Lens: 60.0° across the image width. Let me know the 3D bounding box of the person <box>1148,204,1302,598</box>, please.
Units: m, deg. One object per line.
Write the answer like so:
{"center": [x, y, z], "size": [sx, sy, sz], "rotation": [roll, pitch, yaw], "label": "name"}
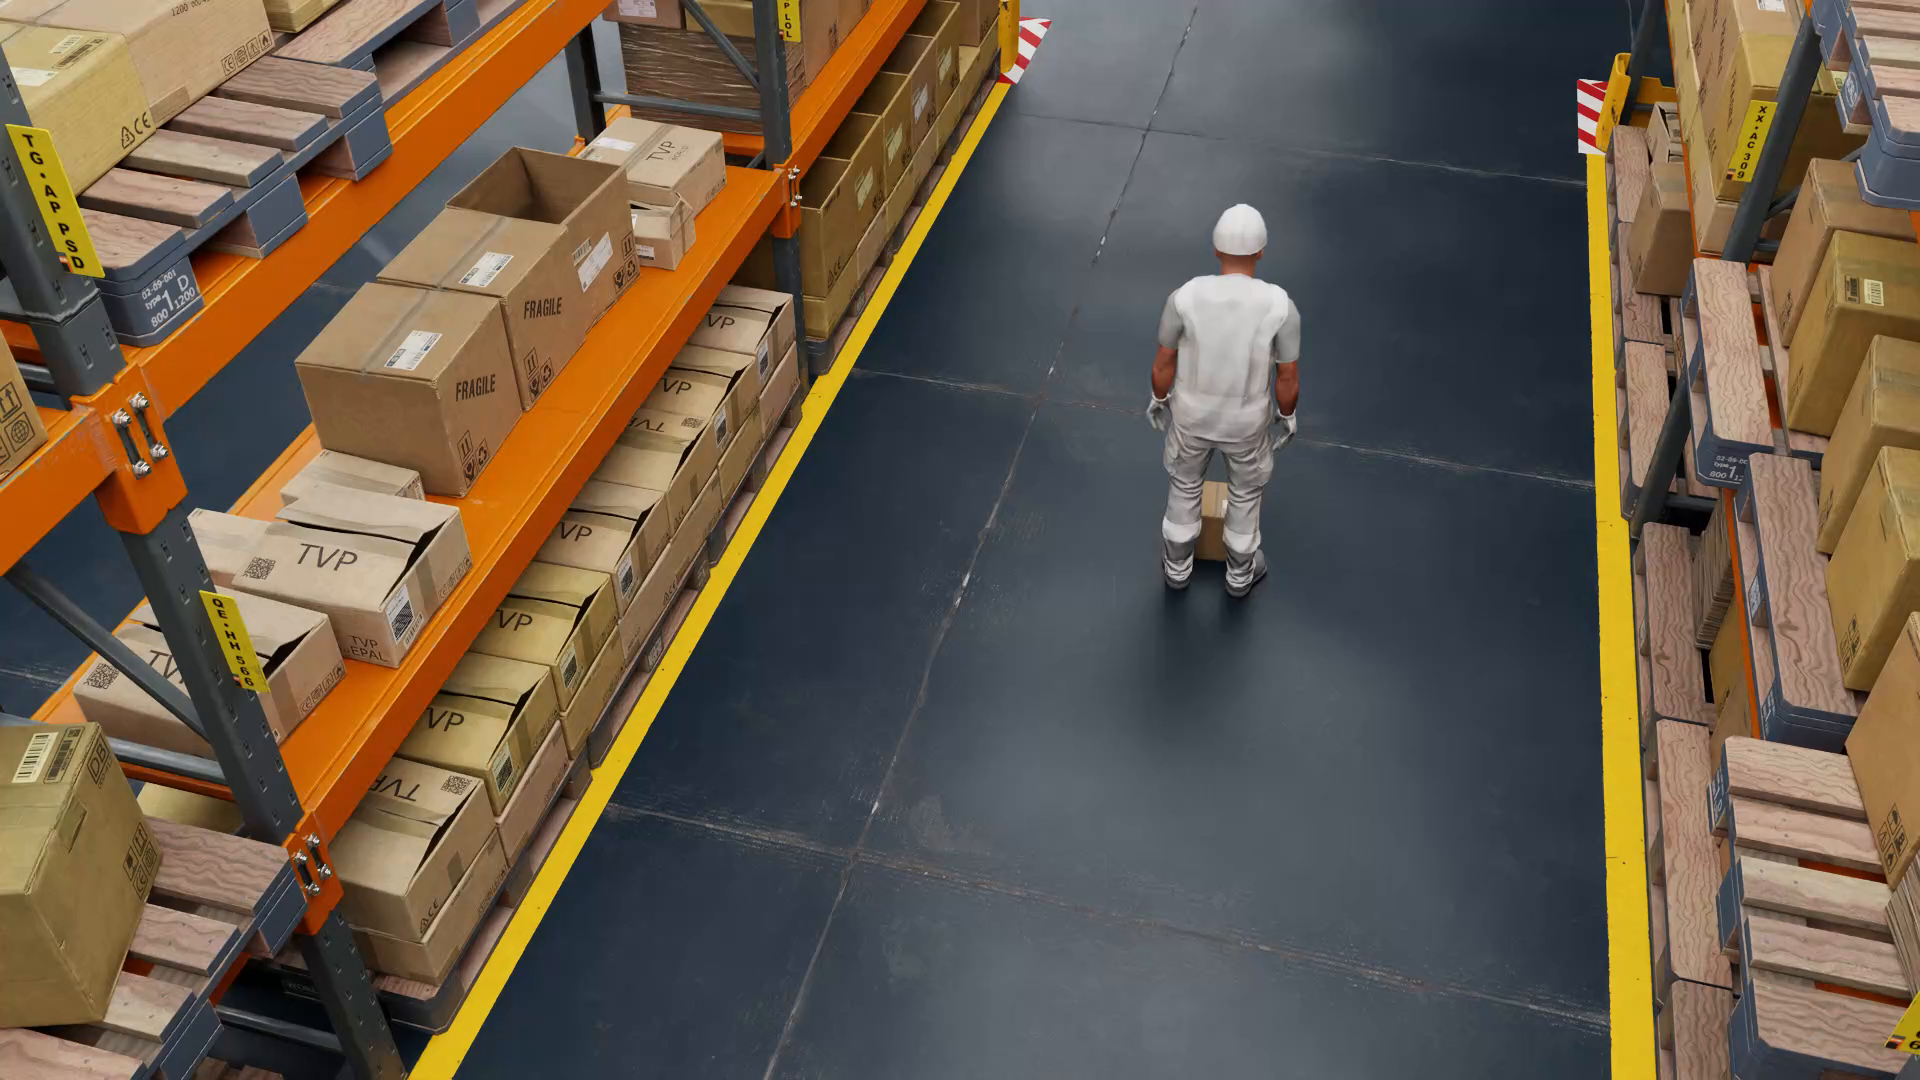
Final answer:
{"center": [1.068, -0.524, 6.756], "size": [0.609, 1.779, 0.454], "rotation": [10, 42, 11], "label": "person"}
